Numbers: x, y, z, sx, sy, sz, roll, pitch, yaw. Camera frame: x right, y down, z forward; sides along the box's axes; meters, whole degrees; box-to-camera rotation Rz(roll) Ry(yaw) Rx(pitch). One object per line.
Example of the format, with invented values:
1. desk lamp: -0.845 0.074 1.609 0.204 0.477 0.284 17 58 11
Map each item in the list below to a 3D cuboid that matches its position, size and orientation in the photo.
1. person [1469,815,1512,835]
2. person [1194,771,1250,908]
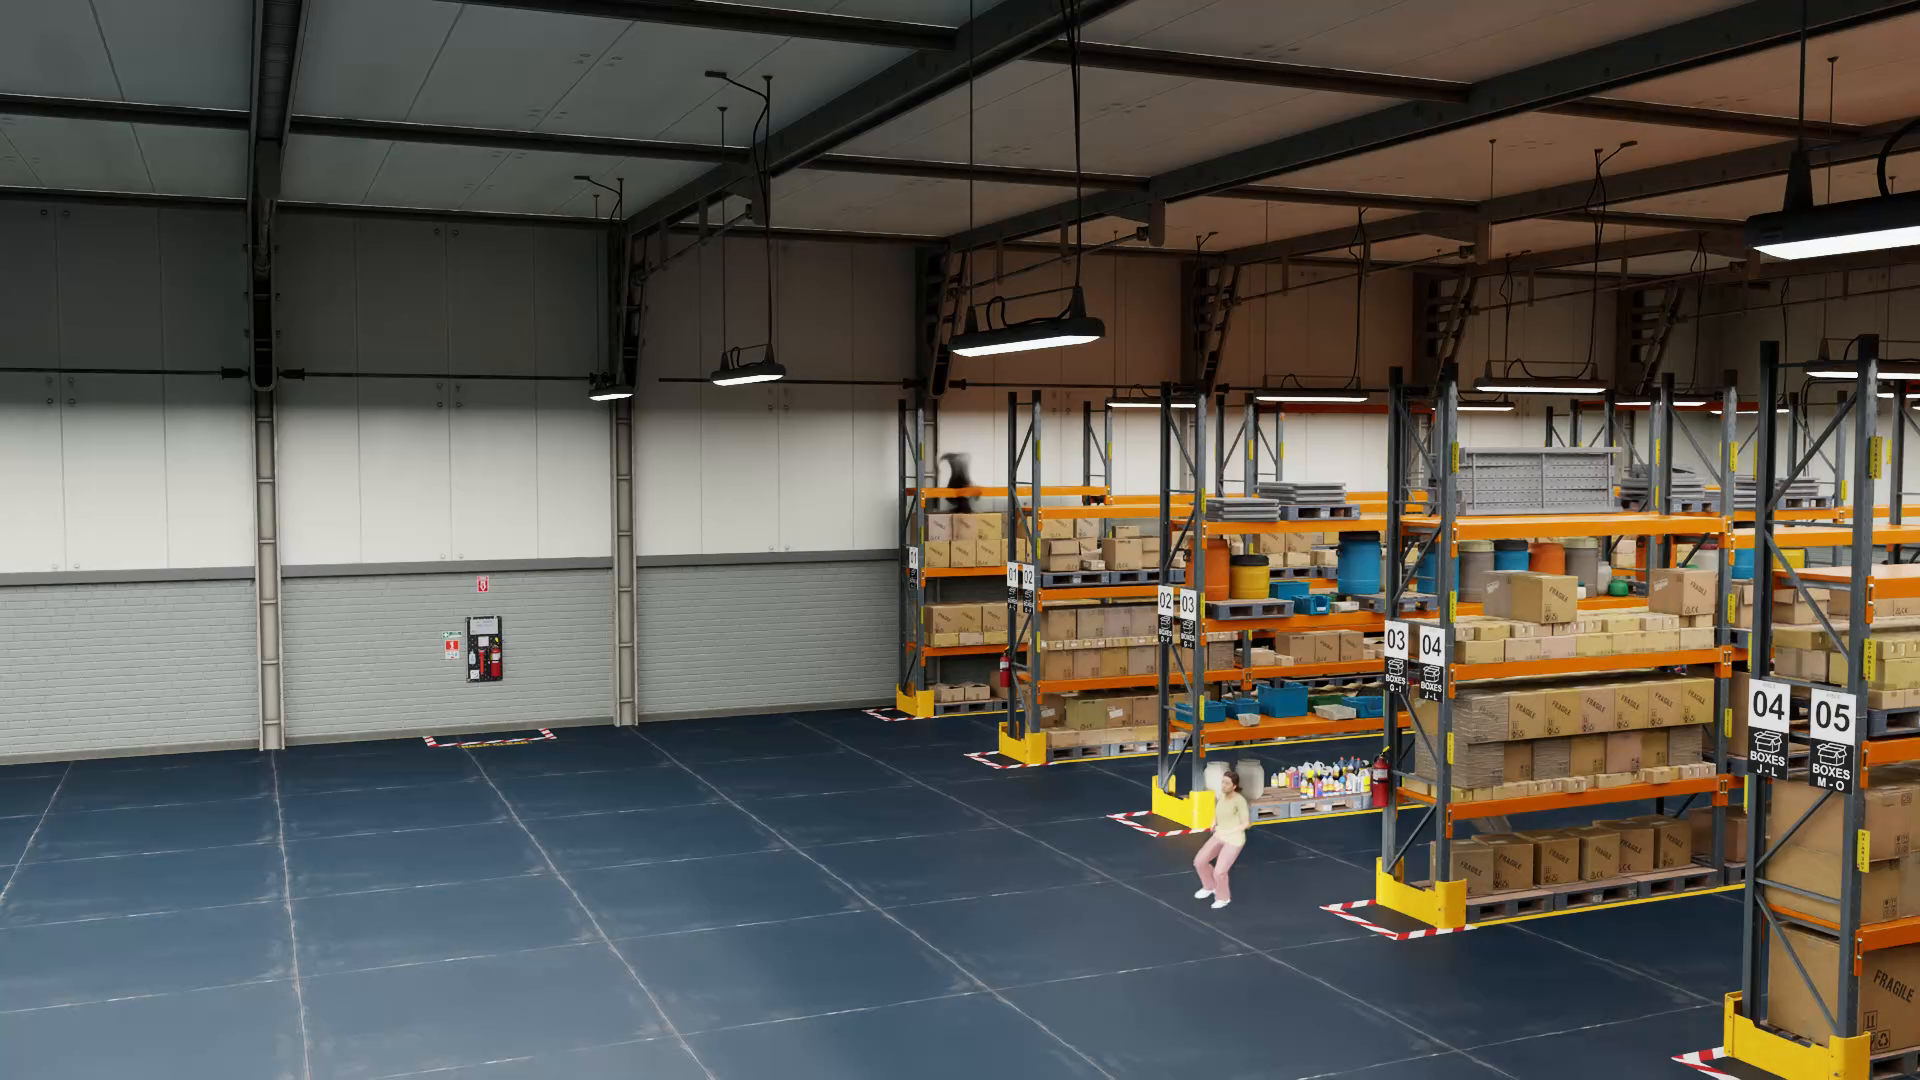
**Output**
1. person: 6.641 3.096 20.828 0.731 1.668 0.663 -1 3 -9
2. person: 2.887 3.322 18.373 0.564 1.596 0.775 -3 4 -40
